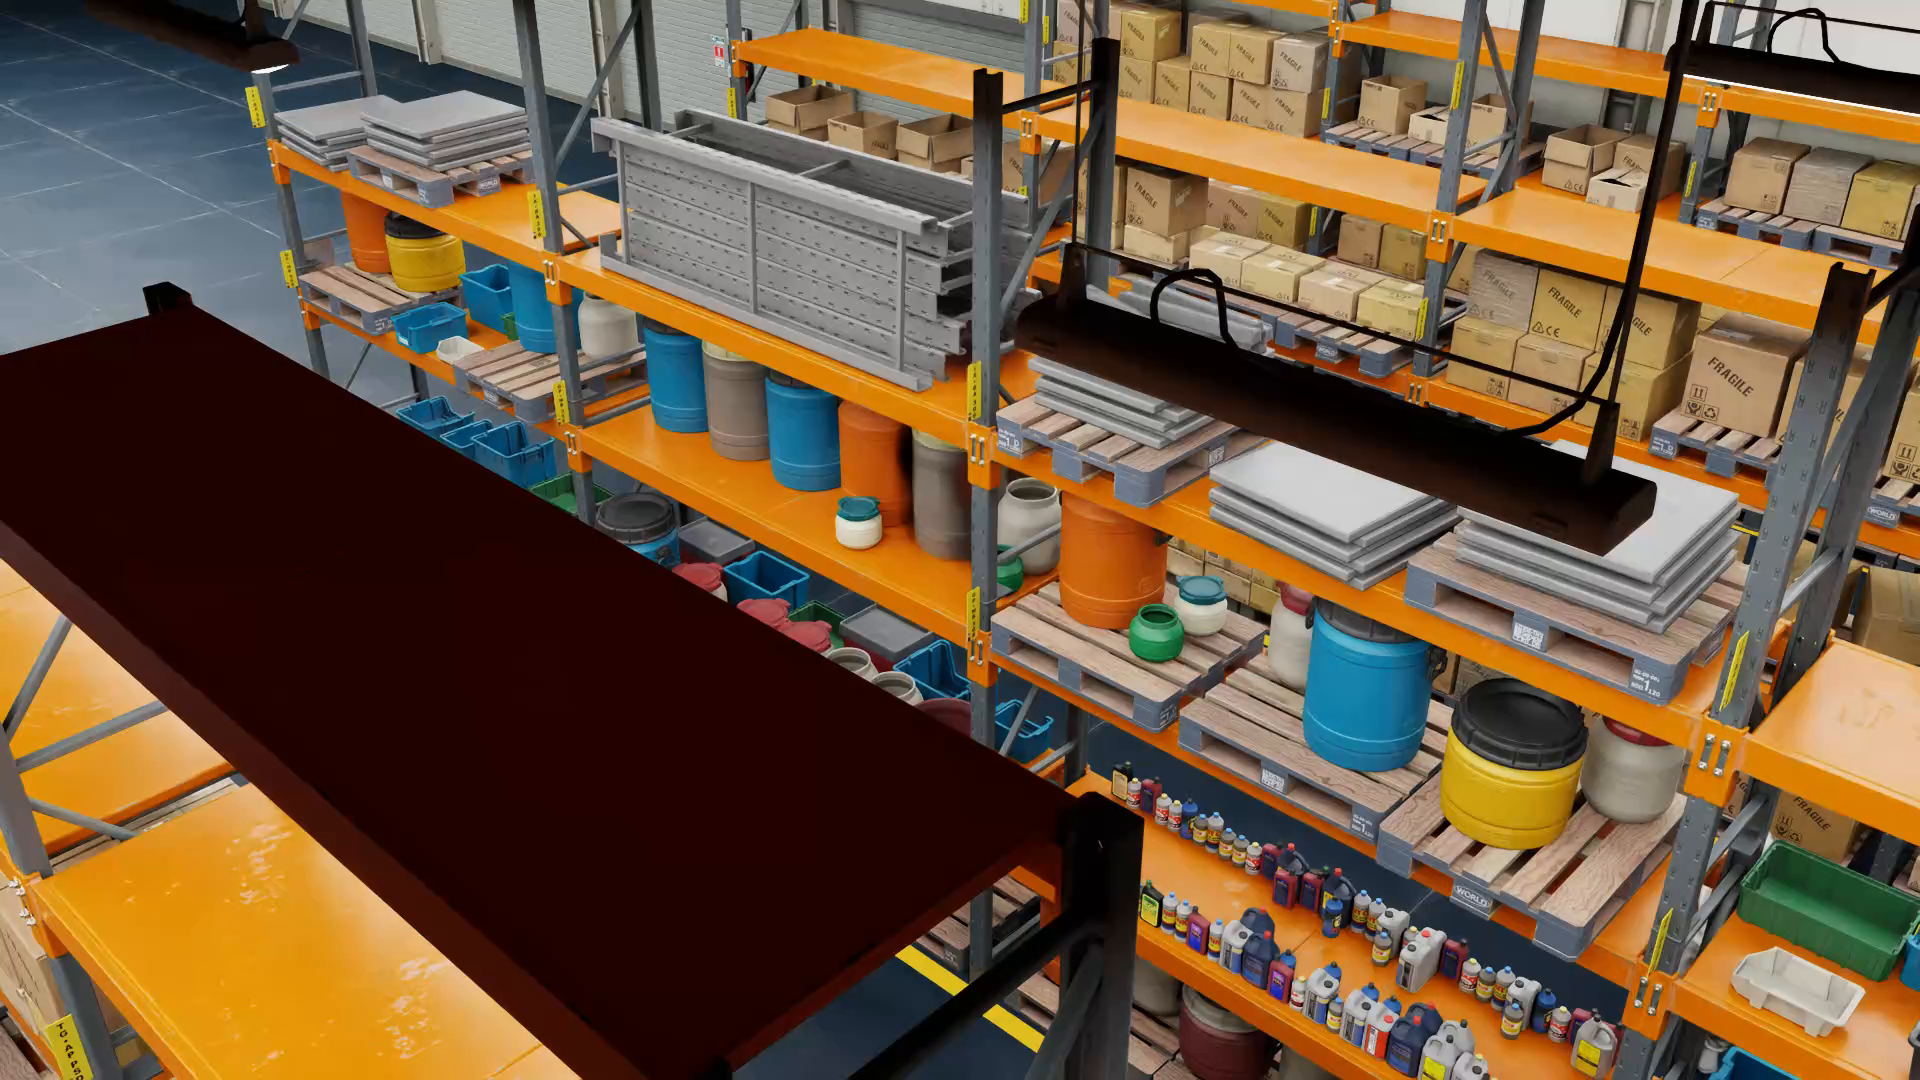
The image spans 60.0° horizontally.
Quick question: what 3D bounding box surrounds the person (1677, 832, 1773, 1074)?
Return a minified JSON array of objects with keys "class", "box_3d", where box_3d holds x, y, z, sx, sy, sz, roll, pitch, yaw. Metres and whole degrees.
[{"class":"person","box_3d":[4.552,2.479,10.015,0.513,1.804,0.574,-18,34,-29]}]
